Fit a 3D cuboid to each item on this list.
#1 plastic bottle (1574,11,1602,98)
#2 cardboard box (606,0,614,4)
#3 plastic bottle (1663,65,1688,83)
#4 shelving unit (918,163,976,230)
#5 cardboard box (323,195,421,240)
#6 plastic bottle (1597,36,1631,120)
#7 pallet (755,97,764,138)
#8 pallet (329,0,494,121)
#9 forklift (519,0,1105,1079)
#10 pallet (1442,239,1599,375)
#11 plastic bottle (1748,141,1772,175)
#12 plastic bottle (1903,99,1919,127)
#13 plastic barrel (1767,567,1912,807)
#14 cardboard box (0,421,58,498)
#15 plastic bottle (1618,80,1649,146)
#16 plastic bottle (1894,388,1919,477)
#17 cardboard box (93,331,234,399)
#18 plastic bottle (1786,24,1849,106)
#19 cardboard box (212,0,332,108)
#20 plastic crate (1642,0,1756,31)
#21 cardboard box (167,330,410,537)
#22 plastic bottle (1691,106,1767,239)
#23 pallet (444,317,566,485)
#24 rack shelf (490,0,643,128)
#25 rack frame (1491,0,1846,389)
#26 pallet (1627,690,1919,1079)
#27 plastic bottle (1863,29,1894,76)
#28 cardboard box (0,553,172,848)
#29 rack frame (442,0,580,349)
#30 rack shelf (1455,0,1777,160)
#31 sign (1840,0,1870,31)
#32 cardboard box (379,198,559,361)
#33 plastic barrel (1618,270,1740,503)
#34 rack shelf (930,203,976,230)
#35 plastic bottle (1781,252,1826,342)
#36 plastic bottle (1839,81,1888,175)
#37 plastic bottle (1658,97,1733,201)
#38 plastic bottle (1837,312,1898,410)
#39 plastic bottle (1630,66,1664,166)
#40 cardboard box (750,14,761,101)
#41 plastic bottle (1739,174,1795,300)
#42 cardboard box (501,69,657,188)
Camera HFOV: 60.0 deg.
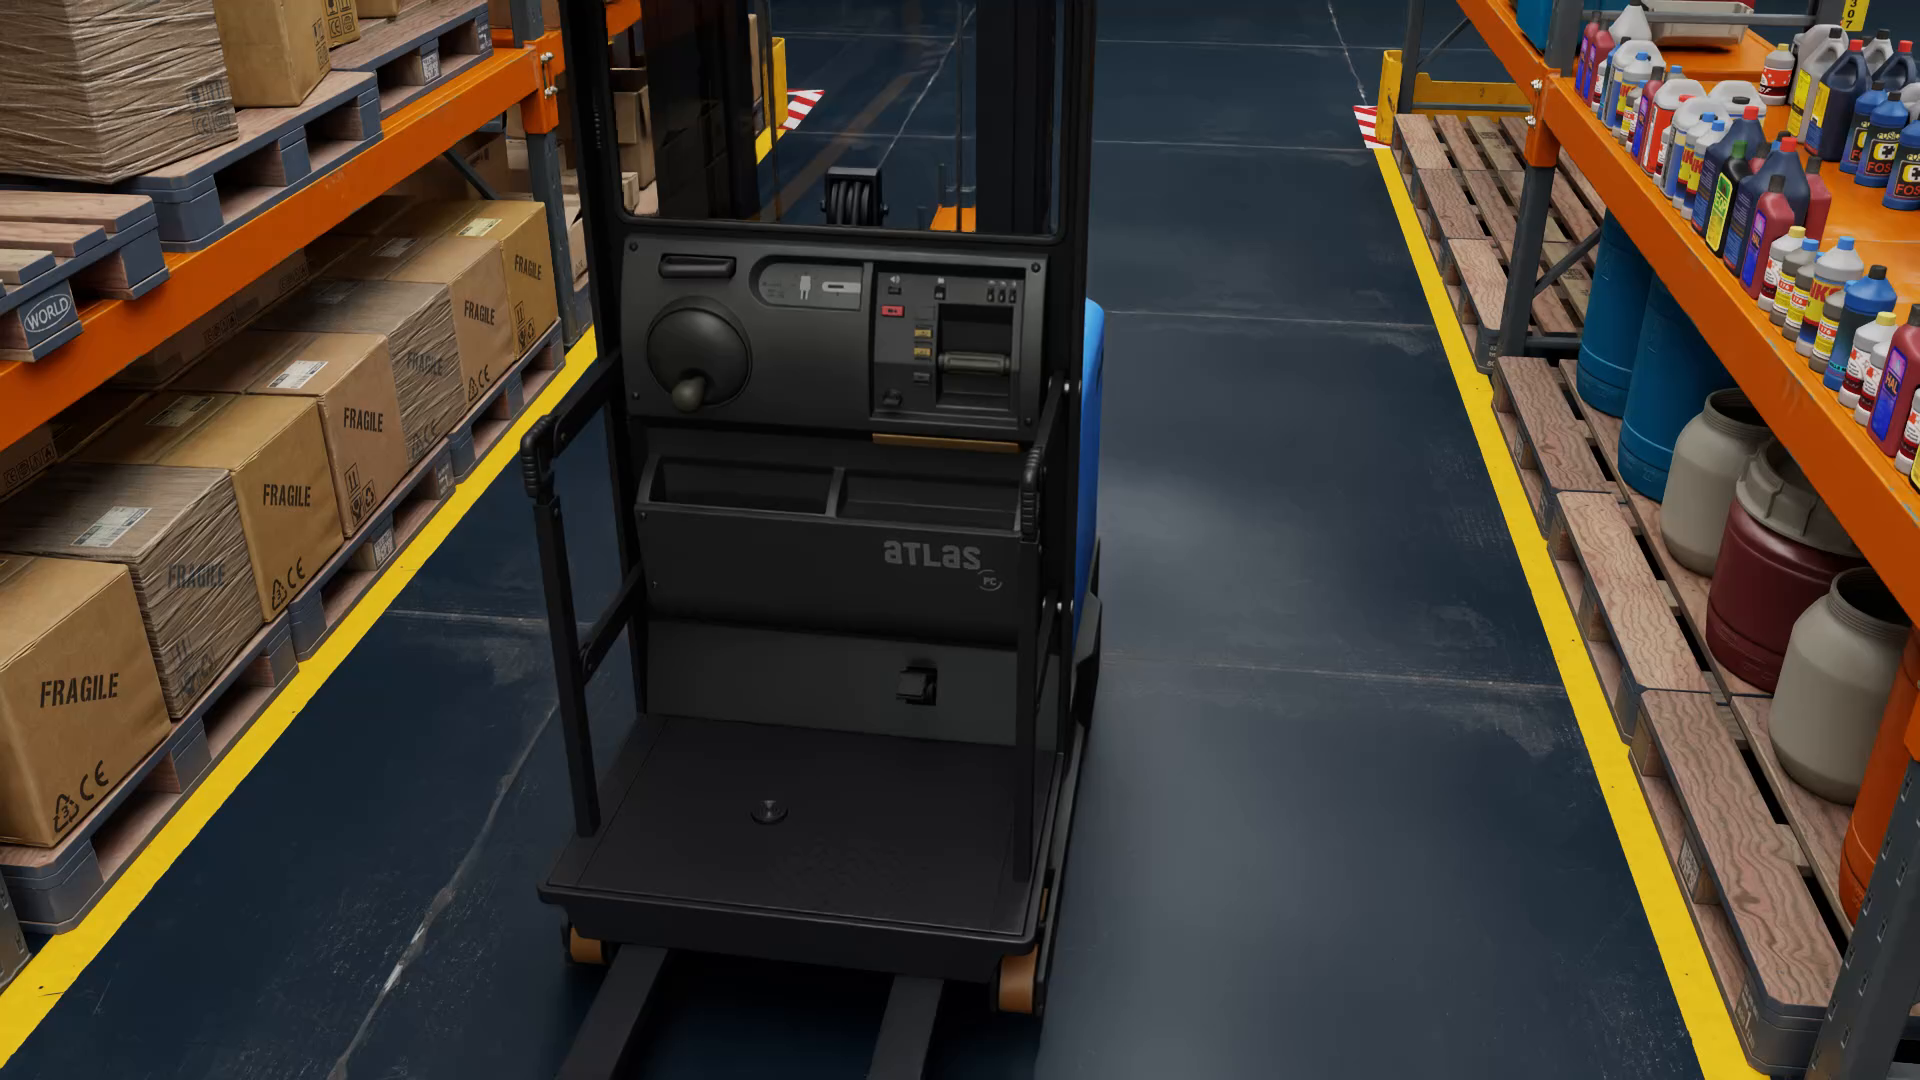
[{"bbox_3d":[2.249,-1.728,5.918,0.061,0.283,0.133,3,28,6],"label":"plastic bottle"},{"bbox_3d":[-1.805,-2.726,7.542,0.500,0.500,0.500,4,29,7],"label":"cardboard box"},{"bbox_3d":[2.364,-1.473,5.531,0.097,0.201,0.097,0,28,0],"label":"plastic bottle"},{"bbox_3d":[0.020,-0.606,5.610,0.258,1.200,0.503,3,28,6],"label":"shelving unit"},{"bbox_3d":[-2.499,-1.096,6.794,0.500,0.500,0.500,2,28,4],"label":"cardboard box"},{"bbox_3d":[2.225,-1.559,5.616,0.097,0.271,0.097,0,28,0],"label":"plastic bottle"},{"bbox_3d":[-1.814,-2.461,10.095,1.003,0.211,1.213,3,28,6],"label":"pallet"},{"bbox_3d":[-2.404,-1.762,6.061,1.003,0.211,1.213,3,28,6],"label":"pallet"},{"bbox_3d":[-0.311,-0.403,3.407,1.130,2.935,3.031,4,29,8],"label":"forklift"},{"bbox_3d":[2.769,-1.048,7.473,1.003,0.211,1.213,3,28,6],"label":"pallet"},{"bbox_3d":[2.093,-0.892,4.367,0.061,0.283,0.133,3,28,6],"label":"plastic bottle"},{"bbox_3d":[2.867,-1.196,4.937,0.152,0.276,0.135,3,28,6],"label":"plastic bottle"},{"bbox_3d":[2.251,0.364,4.092,0.421,0.512,0.421,0,28,0],"label":"plastic barrel"},{"bbox_3d":[-2.804,-0.238,4.410,0.500,0.250,0.500,4,29,8],"label":"cardboard box"},{"bbox_3d":[2.185,-1.373,5.345,0.097,0.201,0.097,0,28,0],"label":"plastic bottle"},{"bbox_3d":[1.886,-0.225,3.215,0.097,0.201,0.097,0,28,0],"label":"plastic bottle"},{"bbox_3d":[-2.685,-0.372,5.450,0.500,0.500,0.500,2,28,4],"label":"cardboard box"},{"bbox_3d":[2.990,-1.668,5.815,0.152,0.276,0.135,3,28,6],"label":"plastic bottle"},{"bbox_3d":[-2.353,-1.610,5.028,0.700,0.500,0.500,-4,29,-7],"label":"cardboard box"},{"bbox_3d":[3.076,-2.387,6.888,0.402,0.464,0.583,3,28,6],"label":"plastic crate"},{"bbox_3d":[-2.165,-0.353,5.415,0.500,0.500,0.500,2,28,4],"label":"cardboard box"},{"bbox_3d":[2.094,-0.998,4.492,0.144,0.351,0.185,3,28,6],"label":"plastic bottle"},{"bbox_3d":[-2.260,-0.604,6.649,1.003,0.211,1.213,3,28,6],"label":"pallet"},{"bbox_3d":[-1.953,-2.842,8.620,1.077,0.370,4.000,3,28,6],"label":"rack shelf"},{"bbox_3d":[2.718,-1.927,6.165,1.000,3.000,0.127,3,28,6],"label":"rack frame"},{"bbox_3d":[2.283,0.810,4.024,1.003,0.211,1.213,3,28,6],"label":"pallet"},{"bbox_3d":[2.930,-1.454,5.338,0.144,0.351,0.185,3,28,6],"label":"plastic bottle"},{"bbox_3d":[-2.349,0.375,4.063,0.500,0.500,0.500,5,29,8],"label":"cardboard box"},{"bbox_3d":[-2.198,-2.217,6.702,1.000,3.000,0.127,3,28,6],"label":"rack frame"},{"bbox_3d":[2.963,-2.552,8.083,1.077,0.370,4.000,3,28,6],"label":"rack shelf"},{"bbox_3d":[3.263,-2.016,6.038,0.100,0.325,0.005,3,28,6],"label":"sign"},{"bbox_3d":[-1.974,-1.061,6.729,0.500,0.500,0.500,3,28,6],"label":"cardboard box"},{"bbox_3d":[2.547,-0.600,5.470,0.600,0.901,0.708,3,28,6],"label":"plastic barrel"},{"bbox_3d":[0.020,-0.952,5.424,0.258,0.148,0.480,3,28,6],"label":"rack shelf"},{"bbox_3d":[1.974,-0.563,3.842,0.097,0.201,0.097,0,28,0],"label":"plastic bottle"},{"bbox_3d":[2.758,-1.255,5.053,0.097,0.271,0.097,0,28,0],"label":"plastic bottle"},{"bbox_3d":[2.141,-1.132,4.819,0.152,0.276,0.135,3,28,6],"label":"plastic bottle"},{"bbox_3d":[1.926,-0.380,3.502,0.097,0.201,0.097,0,28,0],"label":"plastic bottle"},{"bbox_3d":[2.141,-1.310,5.142,0.061,0.283,0.133,3,28,6],"label":"plastic bottle"},{"bbox_3d":[-1.530,-2.923,10.184,0.500,0.500,0.500,3,28,6],"label":"cardboard box"},{"bbox_3d":[1.994,-0.746,4.095,0.061,0.283,0.133,3,28,6],"label":"plastic bottle"},{"bbox_3d":[-1.973,-2.196,8.832,0.797,0.503,0.637,3,28,6],"label":"cardboard box"}]
